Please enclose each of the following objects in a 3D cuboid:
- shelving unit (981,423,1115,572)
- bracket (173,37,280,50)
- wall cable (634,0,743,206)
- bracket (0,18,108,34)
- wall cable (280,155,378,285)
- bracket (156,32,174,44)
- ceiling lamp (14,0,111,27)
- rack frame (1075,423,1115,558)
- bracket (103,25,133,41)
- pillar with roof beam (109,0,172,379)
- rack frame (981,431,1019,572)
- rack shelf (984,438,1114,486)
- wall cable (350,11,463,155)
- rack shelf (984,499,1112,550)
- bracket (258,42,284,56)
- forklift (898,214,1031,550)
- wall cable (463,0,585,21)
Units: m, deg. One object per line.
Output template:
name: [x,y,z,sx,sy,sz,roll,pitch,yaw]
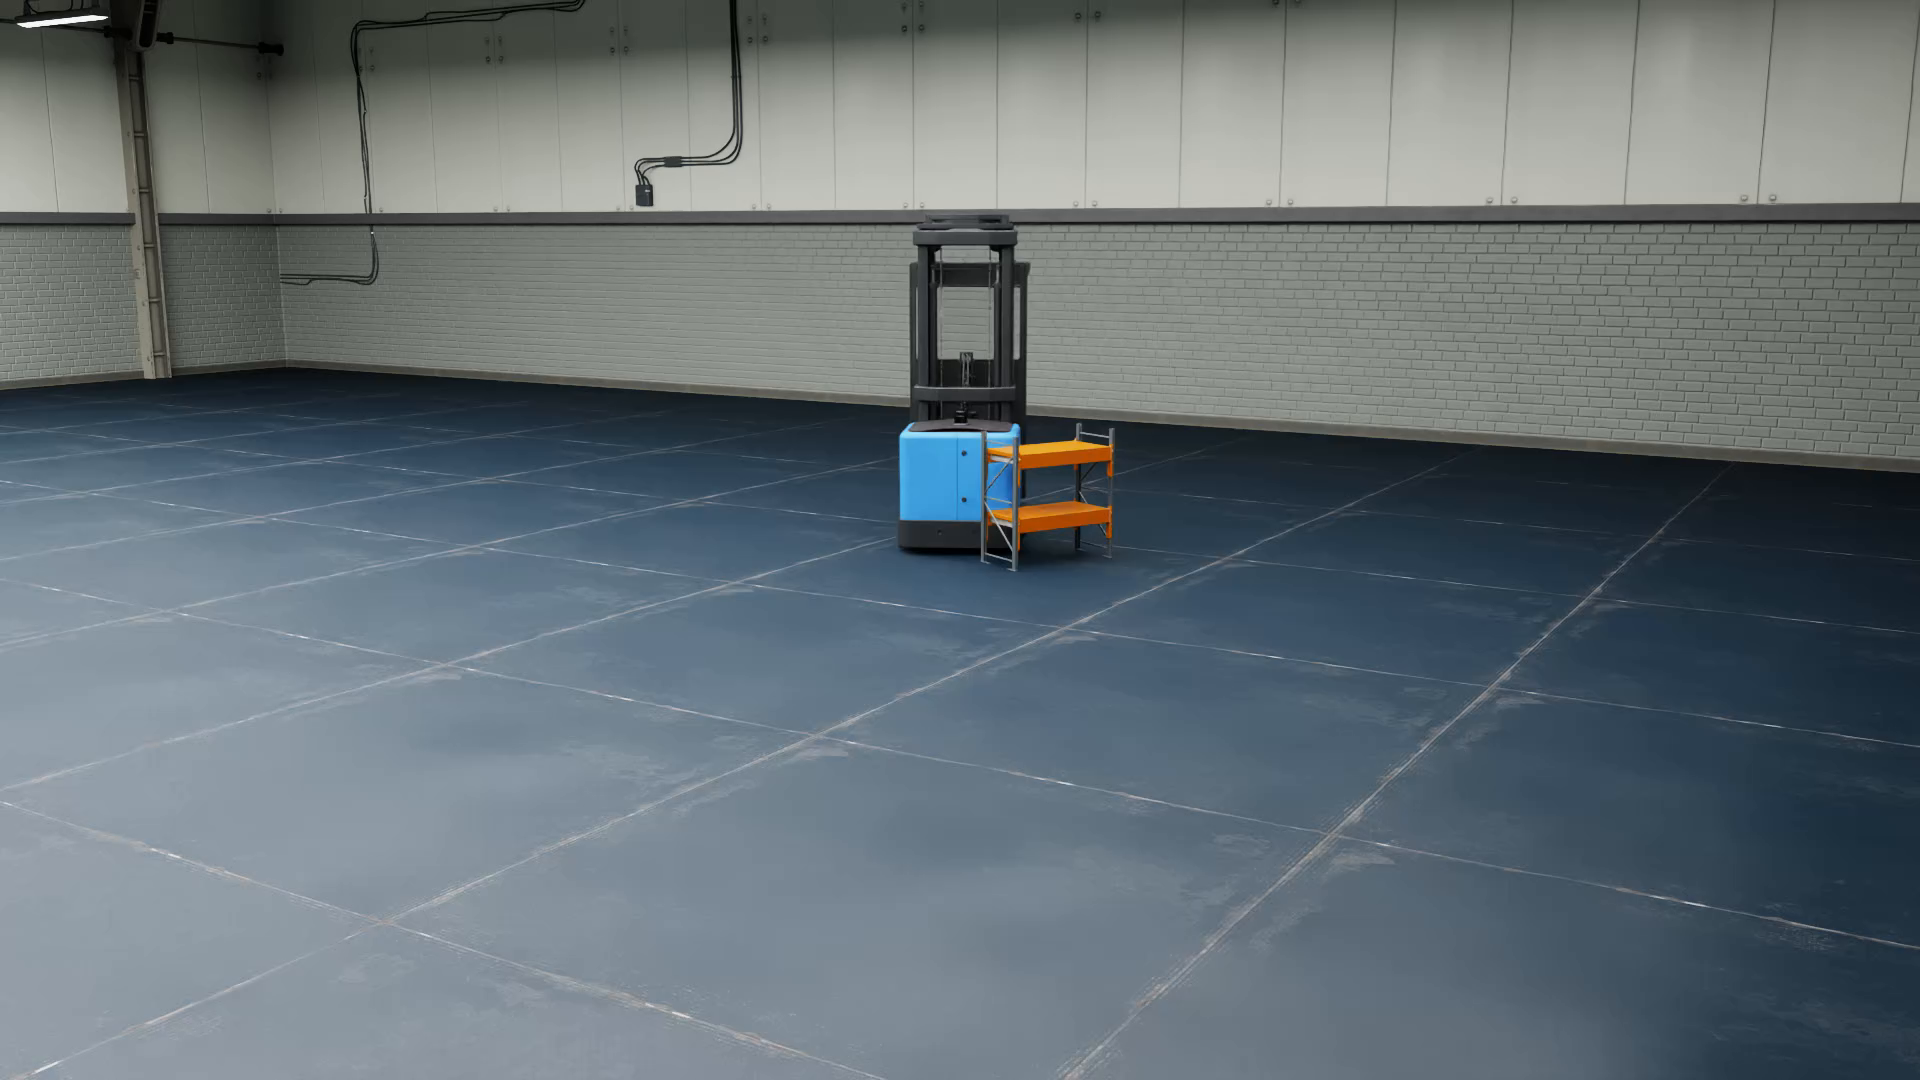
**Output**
shelving unit: [0.752,-0.382,14.231,1.048,1.125,0.538,-7,13,-33]
bracket: [-13.926,-9.613,32.360,0.076,0.066,3.189,6,12,31]
wall cable: [-4.604,-8.631,27.658,2.305,6.003,0.169,6,12,31]
bracket: [-16.619,-8.797,28.003,0.076,0.066,4.783,6,12,31]
wall cable: [-12.709,-6.343,33.114,3.097,2.526,0.112,6,12,31]
bracket: [-14.850,-9.333,30.865,0.235,0.232,0.430,6,12,31]
ceiling lamp: [-13.316,-9.340,24.822,2.000,3.185,0.800,6,12,31]
rack frame: [1.173,-0.434,14.511,0.032,1.125,0.500,-7,13,-33]
bracket: [-15.281,-9.202,30.168,0.235,0.232,0.430,6,12,31]
pillar with roof beam: [-11.690,-7.121,28.832,9.100,9.000,0.548,6,12,31]
rack frame: [0.332,-0.329,13.951,0.032,1.125,0.500,-7,13,-33]
rack shelf: [0.752,-0.669,14.177,1.000,0.278,0.538,-7,13,-33]
wall cable: [-10.397,-8.567,31.269,3.097,2.526,0.112,6,12,31]
rack shelf: [0.752,-0.141,14.276,1.000,0.278,0.538,-7,13,-33]
bracket: [-13.620,-9.705,32.856,0.235,0.232,0.430,6,12,31]
forklift: [0.099,-1.579,15.718,1.130,2.935,3.031,1,11,5]
wall cable: [-7.752,-10.507,29.271,3.097,2.526,0.112,6,12,31]
